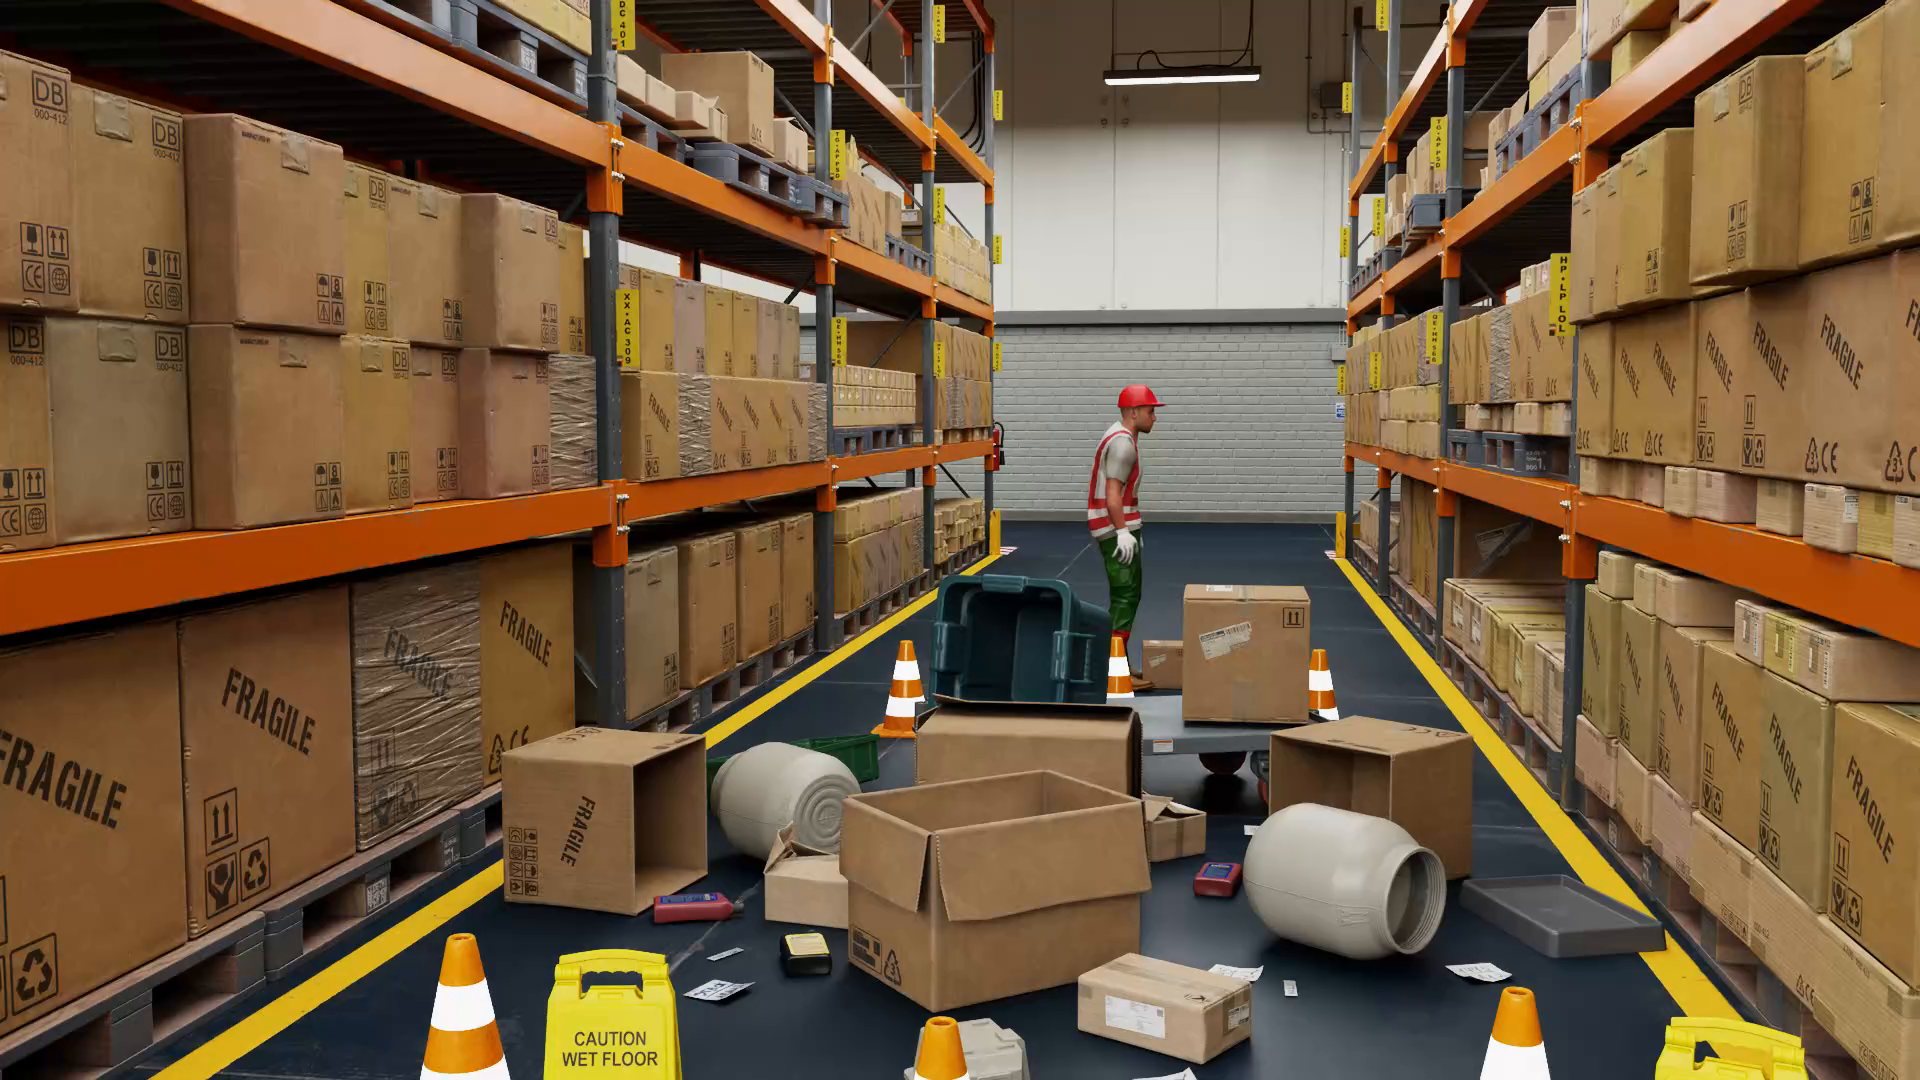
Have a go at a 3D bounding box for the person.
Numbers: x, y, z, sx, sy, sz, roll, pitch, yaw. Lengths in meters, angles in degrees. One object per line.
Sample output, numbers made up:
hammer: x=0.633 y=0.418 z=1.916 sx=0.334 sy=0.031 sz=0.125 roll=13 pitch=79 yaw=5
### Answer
person: x=0.978 y=-0.025 z=9.813 sx=0.452 sy=1.778 sz=0.607 roll=1 pitch=4 yaw=9
